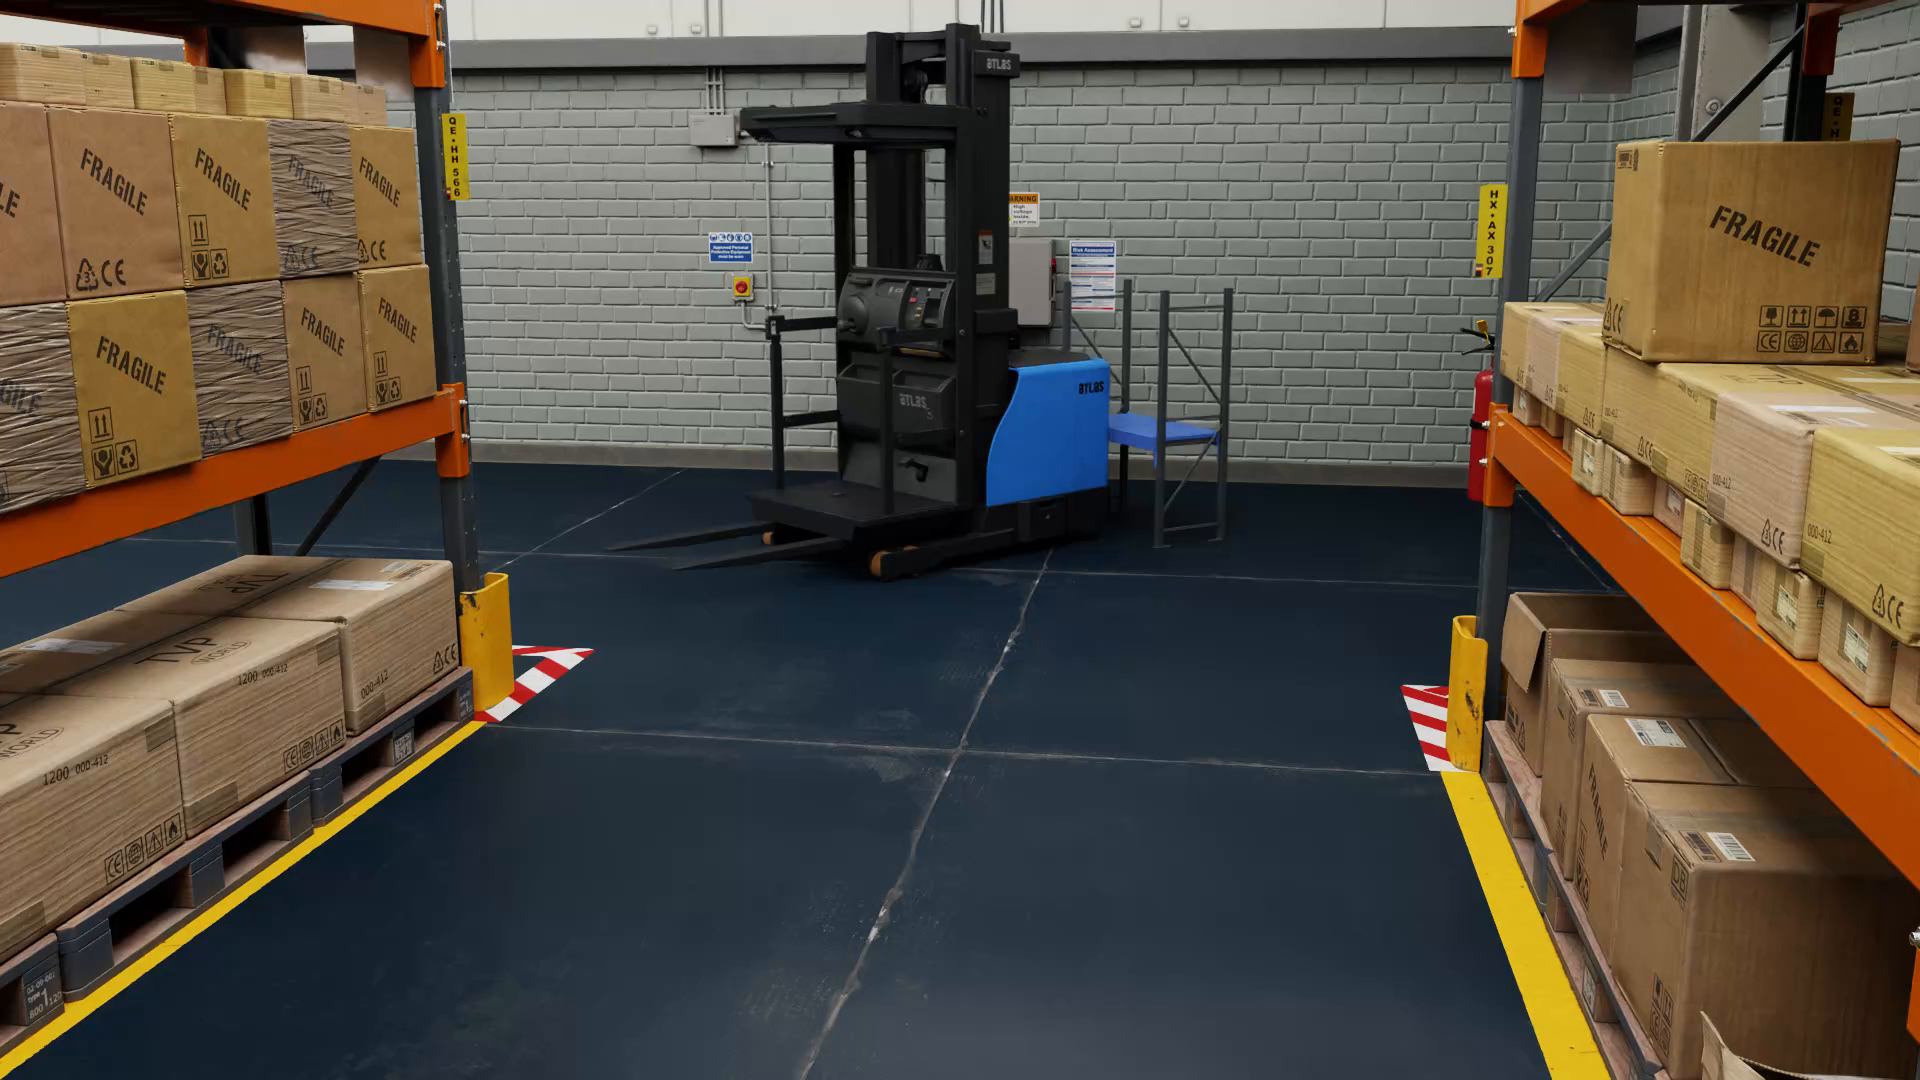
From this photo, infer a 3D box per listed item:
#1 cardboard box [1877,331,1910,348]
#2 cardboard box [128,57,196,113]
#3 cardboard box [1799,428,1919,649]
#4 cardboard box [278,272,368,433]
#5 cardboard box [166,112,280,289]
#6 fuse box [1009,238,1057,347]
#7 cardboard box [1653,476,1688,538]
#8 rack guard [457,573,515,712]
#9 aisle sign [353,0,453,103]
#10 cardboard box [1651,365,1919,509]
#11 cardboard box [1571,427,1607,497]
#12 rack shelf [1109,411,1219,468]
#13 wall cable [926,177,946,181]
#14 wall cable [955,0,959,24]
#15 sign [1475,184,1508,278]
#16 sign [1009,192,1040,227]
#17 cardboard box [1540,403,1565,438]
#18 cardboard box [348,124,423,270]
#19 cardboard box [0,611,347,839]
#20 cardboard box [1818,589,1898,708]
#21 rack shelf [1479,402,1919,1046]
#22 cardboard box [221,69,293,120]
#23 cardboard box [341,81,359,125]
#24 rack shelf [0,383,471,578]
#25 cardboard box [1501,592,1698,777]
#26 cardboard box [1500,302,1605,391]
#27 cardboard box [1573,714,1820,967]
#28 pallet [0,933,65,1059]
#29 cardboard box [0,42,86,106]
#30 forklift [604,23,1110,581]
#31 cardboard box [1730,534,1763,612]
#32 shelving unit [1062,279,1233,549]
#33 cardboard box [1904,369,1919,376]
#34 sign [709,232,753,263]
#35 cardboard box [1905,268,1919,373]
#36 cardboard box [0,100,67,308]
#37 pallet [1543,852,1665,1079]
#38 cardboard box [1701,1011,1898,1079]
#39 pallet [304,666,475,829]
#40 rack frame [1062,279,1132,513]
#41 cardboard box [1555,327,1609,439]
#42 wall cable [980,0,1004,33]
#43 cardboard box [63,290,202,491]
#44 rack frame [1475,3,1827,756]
[{"bbox_3d":[2.455,-0.412,4.435,0.500,0.250,0.500,2,12,10],"label":"cardboard box"},{"bbox_3d":[-2.480,-1.321,4.851,0.380,0.149,0.250,2,12,10],"label":"cardboard box"},{"bbox_3d":[1.647,-0.008,2.560,0.500,0.250,0.500,2,12,10],"label":"cardboard box"},{"bbox_3d":[-2.385,-0.650,5.654,0.500,0.500,0.500,2,12,7],"label":"cardboard box"},{"bbox_3d":[-2.450,-1.032,5.049,0.500,0.500,0.500,2,12,8],"label":"cardboard box"},{"bbox_3d":[0.417,-1.261,11.782,0.539,1.711,0.414,2,12,9],"label":"fuse box"},{"bbox_3d":[1.864,-0.094,3.907,0.380,0.149,0.250,2,12,9],"label":"cardboard box"},{"bbox_3d":[-2.476,0.402,6.940,1.175,0.500,0.348,2,12,9],"label":"rack guard"},{"bbox_3d":[-2.163,-2.090,6.402,0.394,0.787,0.004,2,12,9],"label":"aisle sign"},{"bbox_3d":[1.799,-0.216,3.526,0.500,0.250,0.500,2,12,8],"label":"cardboard box"},{"bbox_3d":[1.856,-0.206,4.424,0.380,0.149,0.250,2,12,7],"label":"cardboard box"},{"bbox_3d":[1.115,-0.627,10.195,0.538,0.185,1.000,-7,14,-29],"label":"rack shelf"},{"bbox_3d":[-0.233,-2.442,11.794,0.588,1.984,0.122,2,12,9],"label":"wall cable"},{"bbox_3d":[-1.141,-4.916,11.442,2.355,3.000,0.029,2,12,9],"label":"wall cable"},{"bbox_3d":[1.889,-1.095,5.901,0.100,0.325,0.005,2,12,9],"label":"sign"},{"bbox_3d":[0.394,-2.339,11.768,0.339,0.242,0.001,2,12,9],"label":"sign"},{"bbox_3d":[2.110,-0.418,5.408,0.380,0.149,0.250,2,12,10],"label":"cardboard box"},{"bbox_3d":[-2.319,-1.244,6.036,0.500,0.500,0.500,2,12,11],"label":"cardboard box"},{"bbox_3d":[-2.615,0.564,5.341,0.875,0.438,0.875,2,12,10],"label":"cardboard box"},{"bbox_3d":[1.628,0.171,2.674,0.380,0.149,0.250,2,12,10],"label":"cardboard box"},{"bbox_3d":[2.117,0.113,4.054,1.077,0.370,4.000,2,12,9],"label":"rack shelf"},{"bbox_3d":[-2.389,-1.427,5.344,0.380,0.149,0.250,2,12,10],"label":"cardboard box"},{"bbox_3d":[-2.353,-1.535,5.843,0.380,0.149,0.250,2,12,10],"label":"cardboard box"},{"bbox_3d":[-2.788,-0.047,4.797,1.077,0.370,4.000,2,12,9],"label":"rack shelf"},{"bbox_3d":[2.237,0.485,5.553,0.797,0.503,0.637,1,12,6],"label":"cardboard box"},{"bbox_3d":[2.089,-0.641,5.497,0.500,0.250,0.500,2,12,9],"label":"cardboard box"},{"bbox_3d":[1.887,0.770,4.238,0.500,0.500,0.500,2,12,10],"label":"cardboard box"},{"bbox_3d":[-2.901,1.225,3.806,1.003,0.211,1.213,2,12,9],"label":"pallet"},{"bbox_3d":[-2.538,-1.210,4.339,0.380,0.149,0.250,2,12,9],"label":"cardboard box"},{"bbox_3d":[-0.522,-1.333,9.223,3.031,2.935,1.130,-11,16,-41],"label":"forklift"},{"bbox_3d":[1.711,0.063,3.178,0.380,0.149,0.250,2,12,10],"label":"cardboard box"},{"bbox_3d":[1.115,-0.803,10.157,0.538,1.500,1.048,-7,14,-29],"label":"shelving unit"},{"bbox_3d":[2.304,-0.200,3.453,0.500,0.250,0.500,2,12,10],"label":"cardboard box"},{"bbox_3d":[-1.674,-2.136,12.141,0.327,0.218,0.001,2,12,9],"label":"sign"},{"bbox_3d":[2.302,-0.562,3.351,0.500,0.500,0.500,2,12,7],"label":"cardboard box"},{"bbox_3d":[-2.609,-0.822,4.077,0.500,0.500,0.500,2,12,10],"label":"cardboard box"},{"bbox_3d":[2.102,1.144,4.186,1.003,0.211,1.213,2,12,9],"label":"pallet"},{"bbox_3d":[1.660,1.110,3.218,0.396,0.266,0.258,2,12,11],"label":"cardboard box"},{"bbox_3d":[-2.526,0.718,6.163,1.003,0.211,1.213,2,12,9],"label":"pallet"},{"bbox_3d":[0.865,-0.896,10.590,0.500,1.500,0.032,-7,14,-29],"label":"rack frame"},{"bbox_3d":[1.937,-0.430,4.520,0.500,0.250,0.500,2,12,8],"label":"cardboard box"},{"bbox_3d":[1.606,-4.836,10.983,2.988,3.039,0.133,2,12,9],"label":"wall cable"},{"bbox_3d":[-2.521,-0.435,4.655,0.500,0.500,0.500,2,12,10],"label":"cardboard box"},{"bbox_3d":[2.425,-0.655,5.910,1.000,3.000,0.127,2,12,9],"label":"rack frame"}]
